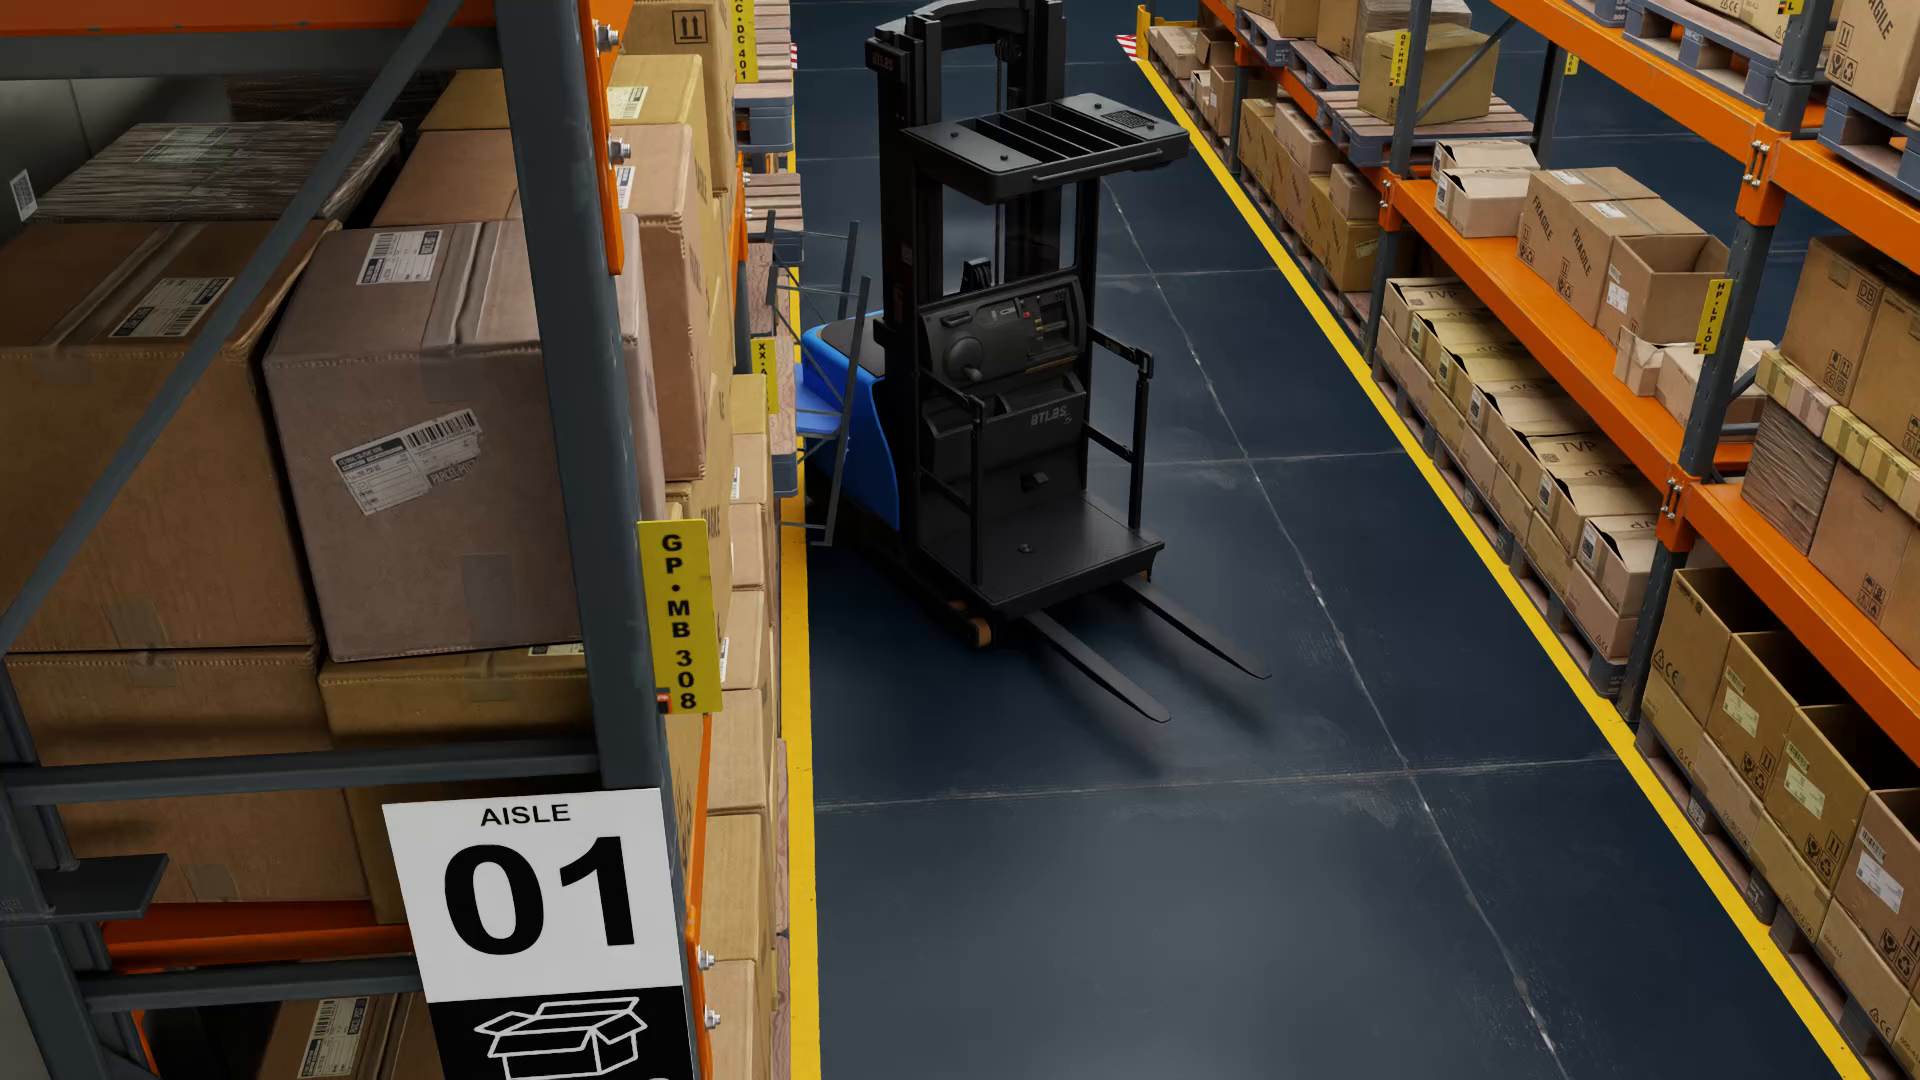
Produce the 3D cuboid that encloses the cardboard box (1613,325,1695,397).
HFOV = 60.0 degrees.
[{"bbox_3d":[3.355,-0.861,7.898,0.396,0.266,0.258,-3,31,-6],"label":"cardboard box"}]

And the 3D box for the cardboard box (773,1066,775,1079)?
[{"bbox_3d":[-0.985,1.661,5.552,0.700,0.500,0.500,-5,31,-8],"label":"cardboard box"}]

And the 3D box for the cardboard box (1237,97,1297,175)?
[{"bbox_3d":[2.675,-3.420,14.060,0.500,0.500,0.500,-4,31,-7],"label":"cardboard box"}]

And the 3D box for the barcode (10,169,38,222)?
[{"bbox_3d":[-1.502,-0.553,2.669,0.001,0.075,0.075,-3,31,-5],"label":"barcode"}]

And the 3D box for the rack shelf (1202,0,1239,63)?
[{"bbox_3d":[2.685,-5.275,15.858,1.077,0.370,4.000,-3,31,-5],"label":"rack shelf"}]

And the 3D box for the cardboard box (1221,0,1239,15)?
[{"bbox_3d":[2.570,-4.849,14.346,0.500,0.500,0.500,-2,31,-4],"label":"cardboard box"}]

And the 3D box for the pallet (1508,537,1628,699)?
[{"bbox_3d":[3.512,0.344,8.468,1.003,0.211,1.213,-3,31,-5],"label":"pallet"}]

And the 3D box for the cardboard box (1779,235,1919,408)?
[{"bbox_3d":[3.668,-0.852,6.389,0.700,0.500,0.500,-3,31,-4],"label":"cardboard box"}]

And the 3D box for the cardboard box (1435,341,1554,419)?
[{"bbox_3d":[3.105,-0.952,9.643,0.500,0.311,0.500,-4,31,-6],"label":"cardboard box"}]

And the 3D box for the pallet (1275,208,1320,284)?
[{"bbox_3d":[3.103,-2.328,12.942,1.003,0.211,1.213,-3,31,-5],"label":"pallet"}]

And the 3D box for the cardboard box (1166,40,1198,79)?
[{"bbox_3d":[2.360,-4.812,16.634,0.500,0.250,0.500,-3,31,-5],"label":"cardboard box"}]

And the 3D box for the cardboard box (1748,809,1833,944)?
[{"bbox_3d":[3.445,1.284,6.448,0.500,0.250,0.500,-3,31,-5],"label":"cardboard box"}]

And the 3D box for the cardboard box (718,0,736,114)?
[{"bbox_3d":[-0.933,-1.484,4.793,0.500,0.500,0.500,-1,31,-2],"label":"cardboard box"}]

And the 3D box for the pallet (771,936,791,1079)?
[{"bbox_3d":[-1.097,1.923,5.825,1.003,0.211,1.213,-3,31,-5],"label":"pallet"}]

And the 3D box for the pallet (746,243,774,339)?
[{"bbox_3d":[-1.460,-1.191,8.505,1.003,0.211,1.213,-3,31,-5],"label":"pallet"}]

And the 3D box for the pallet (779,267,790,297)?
[{"bbox_3d":[-1.795,-2.112,12.580,1.003,0.211,1.213,-3,31,-5],"label":"pallet"}]

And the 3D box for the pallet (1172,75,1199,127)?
[{"bbox_3d":[2.692,-4.341,16.312,1.003,0.211,1.213,-3,31,-5],"label":"pallet"}]

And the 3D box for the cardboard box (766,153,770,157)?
[{"bbox_3d":[-1.441,-2.630,10.954,0.380,0.149,0.250,-2,31,-3],"label":"cardboard box"}]

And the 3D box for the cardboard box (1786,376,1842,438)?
[{"bbox_3d":[3.476,-0.526,6.475,0.380,0.149,0.250,-2,31,-4],"label":"cardboard box"}]

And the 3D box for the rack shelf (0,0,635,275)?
[{"bbox_3d":[-1.125,-1.484,3.663,1.077,0.370,4.000,-3,31,-5],"label":"rack shelf"}]

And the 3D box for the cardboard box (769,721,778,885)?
[{"bbox_3d":[-0.817,0.811,5.094,0.500,0.250,0.500,-2,31,-4],"label":"cardboard box"}]

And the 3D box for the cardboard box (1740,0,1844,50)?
[{"bbox_3d":[3.572,-2.198,6.815,0.500,0.250,0.500,0,31,1],"label":"cardboard box"}]

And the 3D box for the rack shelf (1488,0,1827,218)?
[{"bbox_3d":[3.433,-2.479,8.251,1.077,0.370,4.000,-3,31,-5],"label":"rack shelf"}]

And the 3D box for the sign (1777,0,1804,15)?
[{"bbox_3d":[3.080,-2.093,6.092,0.100,0.325,0.005,-3,31,-5],"label":"sign"}]

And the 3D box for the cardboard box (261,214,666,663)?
[{"bbox_3d":[-0.732,-0.174,2.599,0.500,0.500,0.500,-5,31,-8],"label":"cardboard box"}]

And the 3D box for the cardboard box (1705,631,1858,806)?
[{"bbox_3d":[3.406,0.706,6.683,0.500,0.500,0.500,-3,31,-5],"label":"cardboard box"}]

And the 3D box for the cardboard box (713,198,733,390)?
[{"bbox_3d":[-0.859,-0.533,4.174,0.500,0.500,0.500,-1,31,-2],"label":"cardboard box"}]

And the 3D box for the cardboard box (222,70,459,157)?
[{"bbox_3d":[-1.364,-0.961,3.917,0.500,0.500,0.500,-3,31,-5],"label":"cardboard box"}]

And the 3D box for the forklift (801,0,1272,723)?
[{"bbox_3d":[0.346,-0.990,8.049,1.130,2.935,3.031,-19,36,-28],"label":"forklift"}]

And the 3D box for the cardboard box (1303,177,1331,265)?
[{"bbox_3d":[2.877,-2.367,12.297,0.500,0.500,0.500,-4,31,-6],"label":"cardboard box"}]

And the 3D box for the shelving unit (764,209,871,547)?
[{"bbox_3d":[-0.870,-0.888,9.004,0.538,1.500,1.048,6,26,-10],"label":"shelving unit"}]

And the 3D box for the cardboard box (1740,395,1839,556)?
[{"bbox_3d":[3.668,-0.295,6.722,0.700,0.500,0.500,-4,31,-6],"label":"cardboard box"}]

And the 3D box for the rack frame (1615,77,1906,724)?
[{"bbox_3d":[3.620,-0.479,7.126,1.000,3.000,0.127,-3,31,-5],"label":"rack frame"}]

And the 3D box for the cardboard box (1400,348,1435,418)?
[{"bbox_3d":[3.050,-0.983,10.242,0.500,0.250,0.500,-4,31,-6],"label":"cardboard box"}]

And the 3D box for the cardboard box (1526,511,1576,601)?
[{"bbox_3d":[3.247,0.065,8.488,0.500,0.250,0.500,-3,31,-5],"label":"cardboard box"}]

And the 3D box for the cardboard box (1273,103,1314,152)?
[{"bbox_3d":[2.768,-3.232,13.013,0.500,0.250,0.500,-3,31,-4],"label":"cardboard box"}]

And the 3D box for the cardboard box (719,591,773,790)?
[{"bbox_3d":[-0.822,0.499,4.886,0.500,0.500,0.500,-2,31,-3],"label":"cardboard box"}]

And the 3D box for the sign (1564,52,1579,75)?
[{"bbox_3d":[3.798,-3.046,10.296,0.100,0.325,0.005,-3,31,-5],"label":"sign"}]

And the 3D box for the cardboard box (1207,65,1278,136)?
[{"bbox_3d":[2.537,-3.956,14.957,0.500,0.500,0.500,-3,31,-5],"label":"cardboard box"}]

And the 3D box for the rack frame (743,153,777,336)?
[{"bbox_3d":[-1.686,-2.282,10.145,1.000,3.000,0.127,-3,31,-5],"label":"rack frame"}]

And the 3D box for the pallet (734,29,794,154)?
[{"bbox_3d":[-1.263,-1.767,6.541,1.213,0.211,1.003,-3,31,-5],"label":"pallet"}]

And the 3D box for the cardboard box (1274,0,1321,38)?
[{"bbox_3d":[2.821,-4.186,12.826,0.700,0.500,0.500,2,31,3],"label":"cardboard box"}]

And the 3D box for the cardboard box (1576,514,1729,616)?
[{"bbox_3d":[3.297,0.088,7.903,0.500,0.311,0.500,-3,31,-5],"label":"cardboard box"}]

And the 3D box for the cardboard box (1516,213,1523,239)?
[{"bbox_3d":[3.421,-1.765,9.524,0.380,0.149,0.250,-1,31,-1],"label":"cardboard box"}]

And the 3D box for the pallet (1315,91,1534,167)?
[{"bbox_3d":[3.113,-2.781,11.168,1.213,0.211,1.003,-3,31,-5],"label":"pallet"}]

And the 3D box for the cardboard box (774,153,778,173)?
[{"bbox_3d":[-1.783,-2.802,12.703,0.750,0.750,0.750,-2,31,-3],"label":"cardboard box"}]

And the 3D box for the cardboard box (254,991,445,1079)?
[{"bbox_3d":[-1.194,1.306,3.534,0.500,0.500,0.500,-3,31,-5],"label":"cardboard box"}]
